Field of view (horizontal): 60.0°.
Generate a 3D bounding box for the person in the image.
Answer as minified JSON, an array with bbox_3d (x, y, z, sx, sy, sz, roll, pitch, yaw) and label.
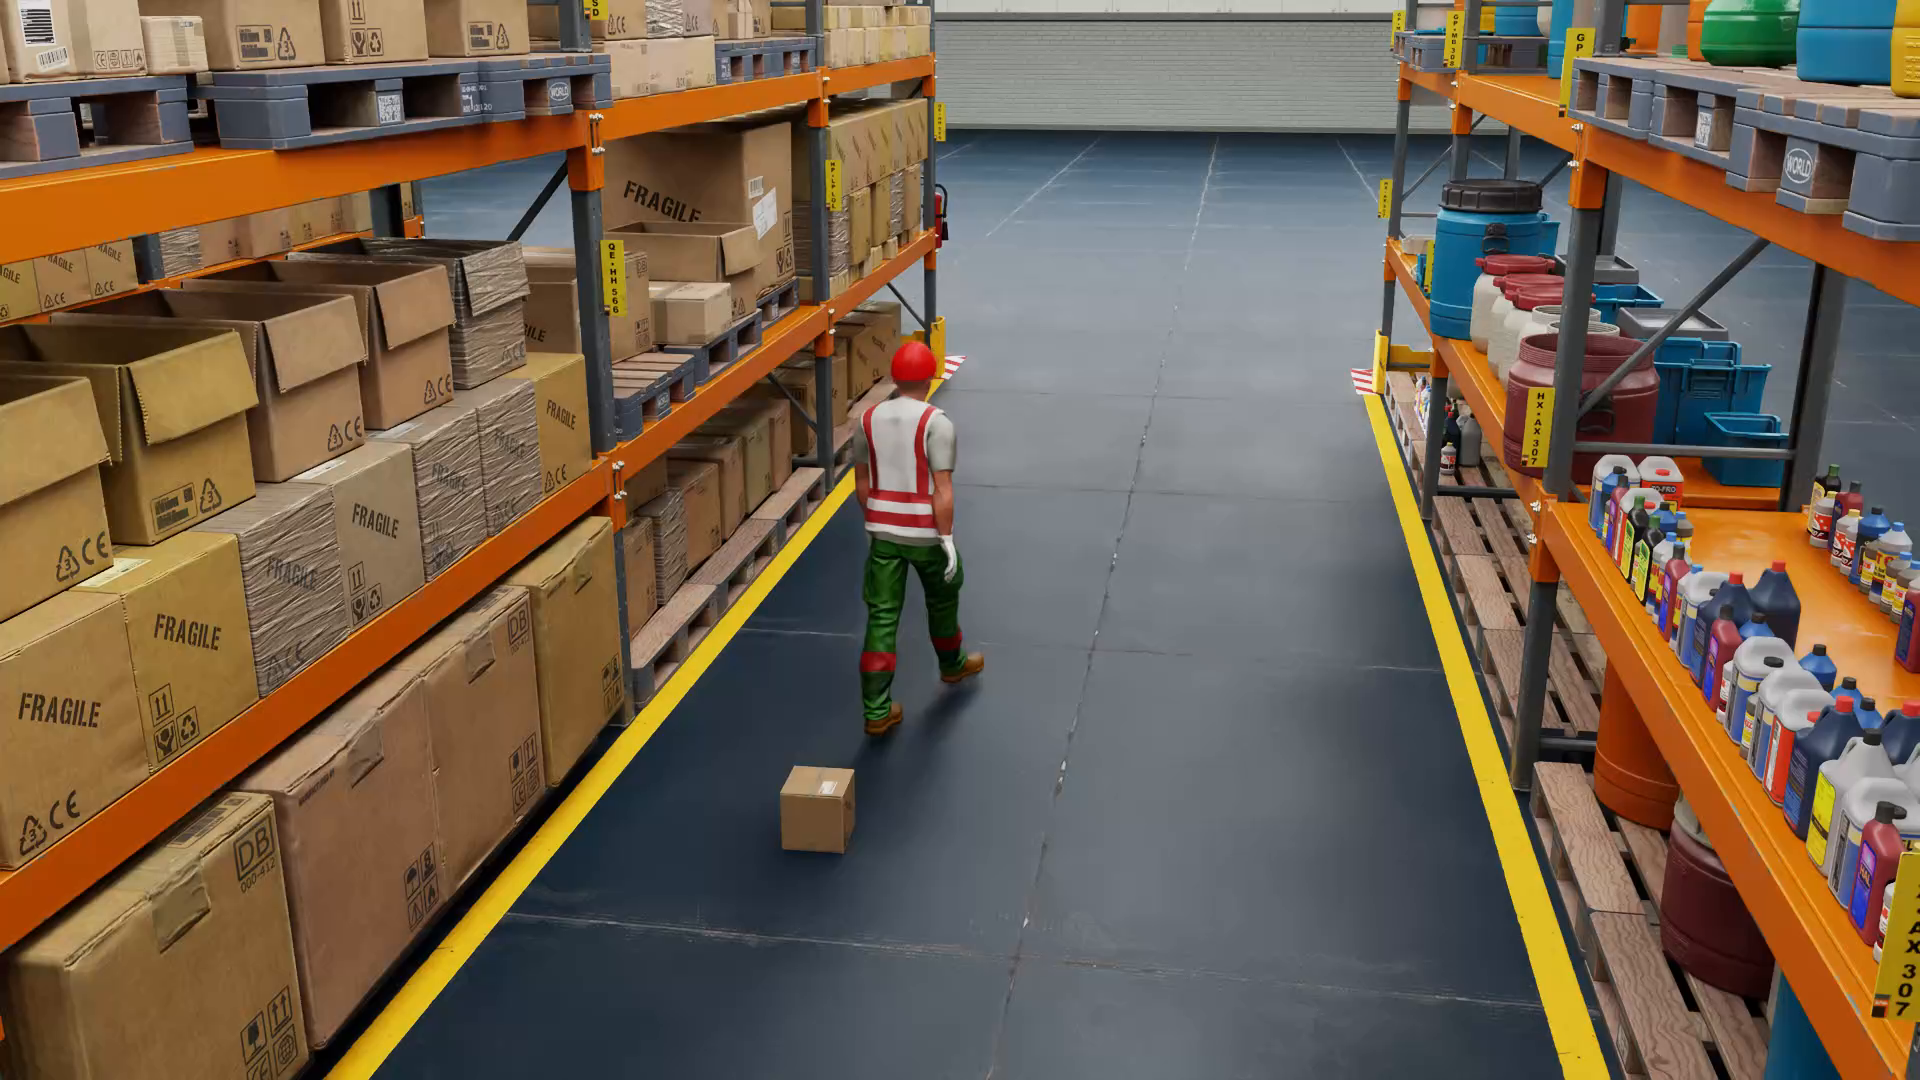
[{"bbox_3d":[-0.212,-0.066,7.692,0.577,1.721,1.013,6,19,19],"label":"person"}]
